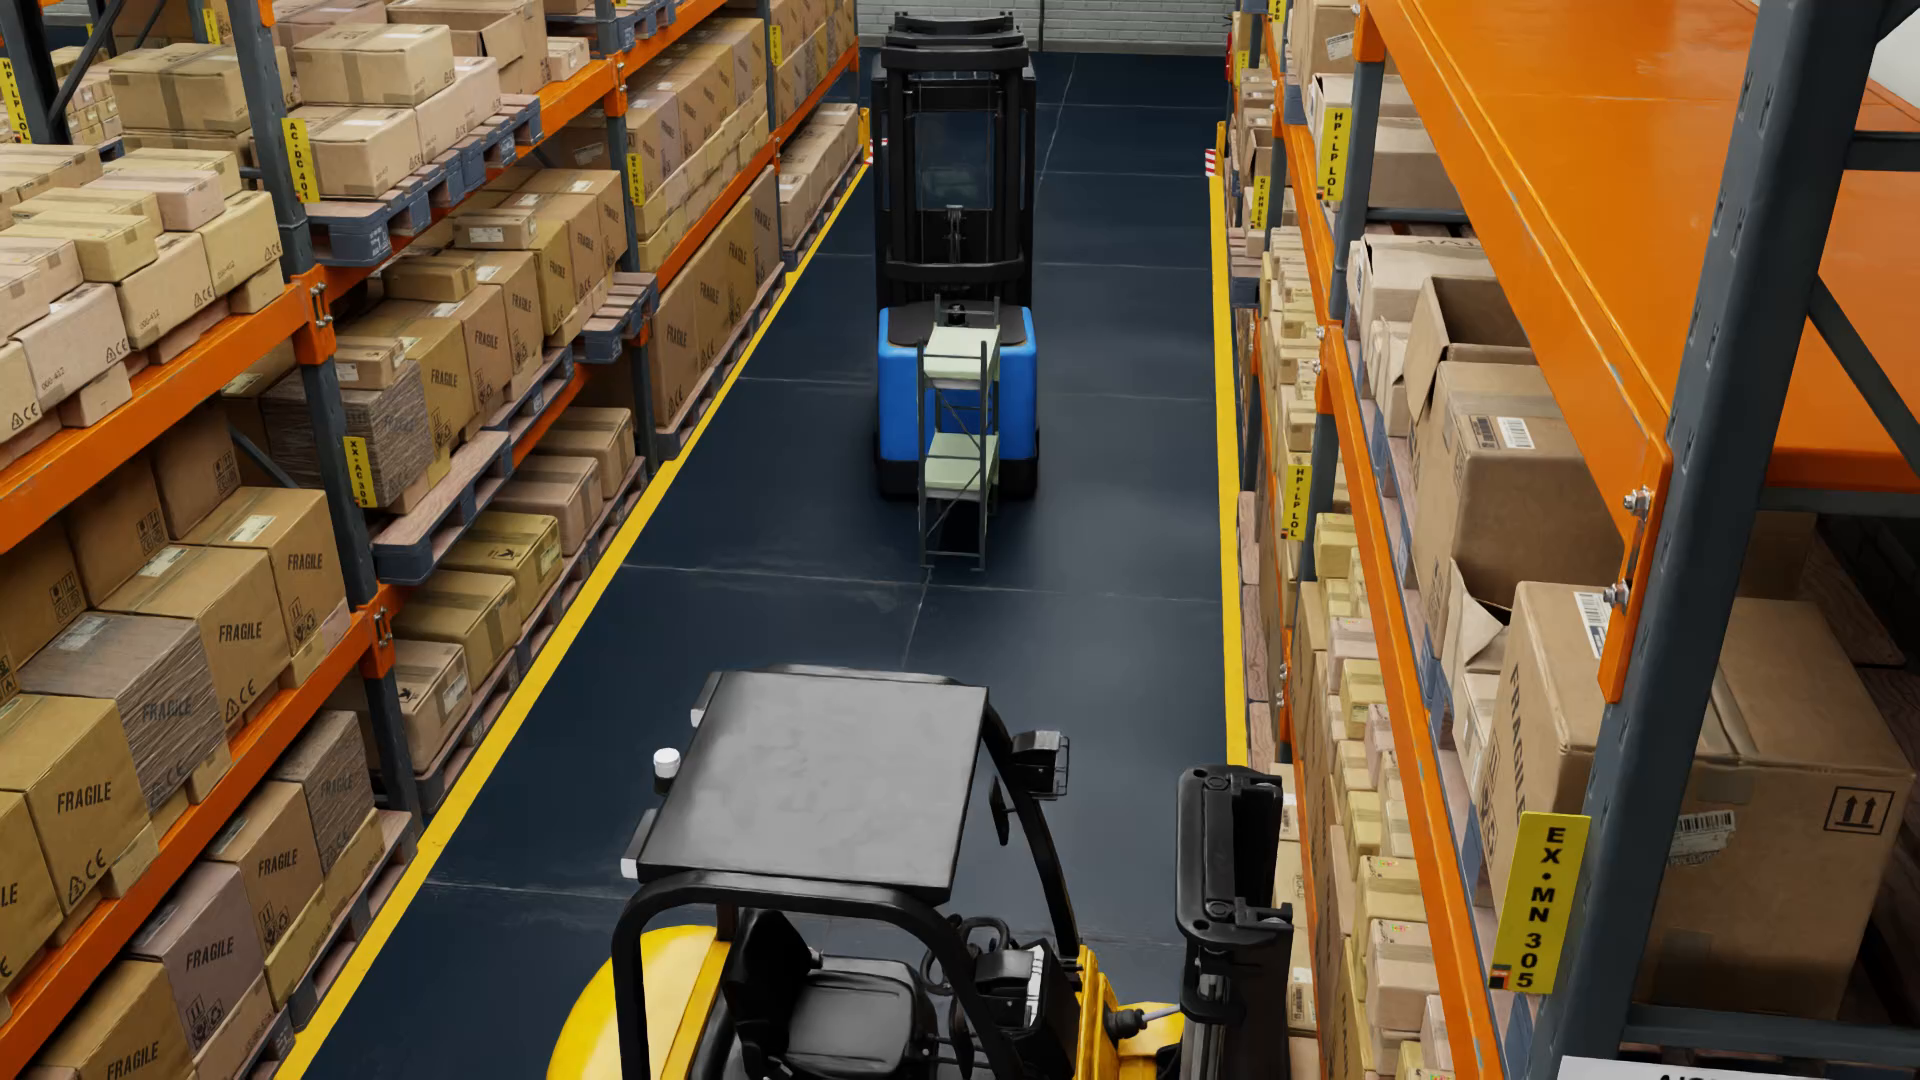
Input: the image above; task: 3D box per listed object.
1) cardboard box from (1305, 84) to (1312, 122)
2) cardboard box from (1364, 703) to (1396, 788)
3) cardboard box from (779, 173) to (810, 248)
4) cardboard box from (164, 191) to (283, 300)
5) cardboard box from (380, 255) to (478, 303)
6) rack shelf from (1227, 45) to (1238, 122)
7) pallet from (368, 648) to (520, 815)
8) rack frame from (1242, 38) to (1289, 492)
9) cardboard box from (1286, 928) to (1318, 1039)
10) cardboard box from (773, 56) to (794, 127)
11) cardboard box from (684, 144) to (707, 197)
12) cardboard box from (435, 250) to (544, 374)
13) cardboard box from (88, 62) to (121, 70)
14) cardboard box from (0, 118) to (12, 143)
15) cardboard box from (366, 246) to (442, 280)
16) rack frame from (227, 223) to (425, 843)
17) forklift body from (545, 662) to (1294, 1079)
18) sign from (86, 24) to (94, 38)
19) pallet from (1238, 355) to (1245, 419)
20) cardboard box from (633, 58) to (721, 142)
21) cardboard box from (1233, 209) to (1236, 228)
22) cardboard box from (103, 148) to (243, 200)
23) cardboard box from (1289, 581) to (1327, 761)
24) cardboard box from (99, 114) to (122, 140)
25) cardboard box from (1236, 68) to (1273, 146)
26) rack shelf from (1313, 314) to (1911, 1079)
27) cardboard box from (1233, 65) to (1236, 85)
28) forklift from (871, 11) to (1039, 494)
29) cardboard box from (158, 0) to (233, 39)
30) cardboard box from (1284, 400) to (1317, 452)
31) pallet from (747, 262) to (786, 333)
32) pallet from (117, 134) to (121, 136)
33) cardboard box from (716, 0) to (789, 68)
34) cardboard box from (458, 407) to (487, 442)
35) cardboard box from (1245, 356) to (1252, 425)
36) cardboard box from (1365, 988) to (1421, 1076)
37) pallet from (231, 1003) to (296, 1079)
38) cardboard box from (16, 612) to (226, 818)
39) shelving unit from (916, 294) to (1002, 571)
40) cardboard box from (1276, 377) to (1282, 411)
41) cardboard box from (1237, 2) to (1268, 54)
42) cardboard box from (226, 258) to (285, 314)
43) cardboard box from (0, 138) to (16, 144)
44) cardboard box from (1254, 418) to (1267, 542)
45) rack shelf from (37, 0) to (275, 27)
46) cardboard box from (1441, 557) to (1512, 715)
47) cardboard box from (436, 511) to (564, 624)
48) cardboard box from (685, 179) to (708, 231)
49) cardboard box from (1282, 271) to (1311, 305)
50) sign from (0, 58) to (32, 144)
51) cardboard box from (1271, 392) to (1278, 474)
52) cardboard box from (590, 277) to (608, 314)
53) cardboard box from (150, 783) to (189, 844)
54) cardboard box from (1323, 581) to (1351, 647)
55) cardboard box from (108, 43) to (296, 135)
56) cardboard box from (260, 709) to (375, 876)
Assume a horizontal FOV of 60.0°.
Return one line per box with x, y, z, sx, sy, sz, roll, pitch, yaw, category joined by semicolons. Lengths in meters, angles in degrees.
1.789;-1.981;7.610;0.380;0.149;0.250;3;28;6;cardboard box
1.448;0.639;5.089;0.380;0.149;0.250;3;28;6;cardboard box
-1.902;-3.042;15.285;0.875;0.438;0.875;3;28;5;cardboard box
-2.853;-1.092;6.088;0.500;0.250;0.500;3;28;6;cardboard box
-2.626;-1.294;8.236;0.380;0.149;0.250;5;29;9;cardboard box
3.086;-4.034;15.626;1.077;0.370;4.000;3;28;6;rack shelf
-2.972;0.931;8.592;1.003;0.211;1.213;3;28;6;pallet
2.351;-1.527;10.213;1.000;3.000;0.127;3;28;6;rack frame
1.368;1.626;5.763;0.500;0.250;0.500;4;29;8;cardboard box
-1.768;-3.946;14.598;0.500;0.500;0.500;4;29;8;cardboard box
-2.131;-2.669;11.964;0.500;0.250;0.500;3;28;6;cardboard box
-2.537;-1.205;8.753;0.500;0.500;0.500;2;28;4;cardboard box
-6.932;-3.824;13.673;0.380;0.149;0.250;2;28;5;cardboard box
-7.154;-2.962;12.073;0.380;0.149;0.250;2;28;4;cardboard box
-3.045;-1.244;8.826;0.500;0.500;0.500;2;28;4;cardboard box
-3.066;0.070;7.250;1.000;3.000;0.127;3;28;6;rack frame
-0.208;1.614;5.278;2.313;2.155;1.214;3;28;6;forklift body
-7.550;-4.345;14.532;0.100;0.325;0.005;3;28;6;sign
2.632;-1.221;12.586;1.003;0.211;1.213;3;28;6;pallet
-2.078;-3.229;12.214;0.500;0.500;0.500;4;29;7;cardboard box
2.662;-2.838;15.087;0.396;0.266;0.258;4;29;8;cardboard box
-2.888;-1.330;6.109;0.380;0.149;0.250;4;29;7;cardboard box
1.547;0.506;6.335;0.500;0.500;0.500;3;28;5;cardboard box
-6.986;-3.323;13.370;0.380;0.149;0.250;2;28;4;cardboard box
2.560;-3.424;13.186;0.700;0.500;0.500;4;29;7;cardboard box
1.616;0.294;4.430;1.077;0.370;4.000;3;28;6;rack shelf
2.811;-4.439;15.885;0.380;0.149;0.250;3;28;5;cardboard box
-0.049;-2.253;11.635;1.130;2.935;3.031;-1;28;-1;forklift
-6.714;-4.750;14.723;0.500;0.500;0.500;4;29;7;cardboard box
1.679;-0.513;7.543;0.380;0.149;0.250;2;28;5;cardboard box
-2.105;-2.101;14.219;1.003;0.211;1.213;3;28;6;pallet
-7.249;-3.501;14.079;1.003;0.211;1.213;3;28;6;pallet
-1.787;-4.390;14.369;0.500;0.500;0.500;4;29;7;cardboard box
-2.613;-0.620;8.353;0.380;0.149;0.250;4;29;7;cardboard box
2.261;-1.058;11.535;0.500;0.500;0.500;3;28;5;cardboard box
1.257;1.245;4.279;0.380;0.149;0.250;2;28;5;cardboard box
-3.260;2.191;6.252;1.003;0.211;1.213;3;28;6;pallet
-2.989;0.605;5.837;0.500;0.500;0.500;4;29;8;cardboard box
-0.001;-0.657;10.181;0.431;1.500;0.755;3;28;6;shelving unit
1.872;-0.763;8.427;0.500;0.250;0.500;4;29;7;cardboard box
2.825;-4.783;15.312;0.500;0.500;0.500;4;29;7;cardboard box
-2.801;-0.974;6.290;0.380;0.149;0.250;3;29;6;cardboard box
-7.151;-2.847;12.172;0.380;0.149;0.250;3;29;6;cardboard box
2.261;-0.373;10.133;0.875;0.625;0.625;4;29;8;cardboard box
-2.821;-3.020;7.840;1.077;0.370;4.000;3;28;6;rack shelf
1.202;0.222;3.399;0.396;0.266;0.258;3;29;6;cardboard box
-2.836;0.128;9.469;0.950;0.372;0.625;4;29;8;cardboard box
-2.151;-2.452;12.090;0.500;0.250;0.500;4;29;8;cardboard box
1.963;-1.351;9.098;0.380;0.149;0.250;4;29;7;cardboard box
-3.617;-1.683;6.380;0.100;0.325;0.005;3;28;6;sign
1.866;-0.543;8.545;0.500;0.250;0.500;4;29;8;cardboard box
-2.330;-1.468;9.927;0.380;0.149;0.250;3;28;6;cardboard box
-2.985;0.946;5.888;0.380;0.149;0.250;3;28;5;cardboard box
1.531;0.283;6.064;0.380;0.149;0.250;4;29;7;cardboard box
-3.121;-1.870;6.877;0.500;0.250;0.500;4;29;7;cardboard box
-2.872;1.059;7.079;0.500;0.500;0.500;3;28;5;cardboard box
